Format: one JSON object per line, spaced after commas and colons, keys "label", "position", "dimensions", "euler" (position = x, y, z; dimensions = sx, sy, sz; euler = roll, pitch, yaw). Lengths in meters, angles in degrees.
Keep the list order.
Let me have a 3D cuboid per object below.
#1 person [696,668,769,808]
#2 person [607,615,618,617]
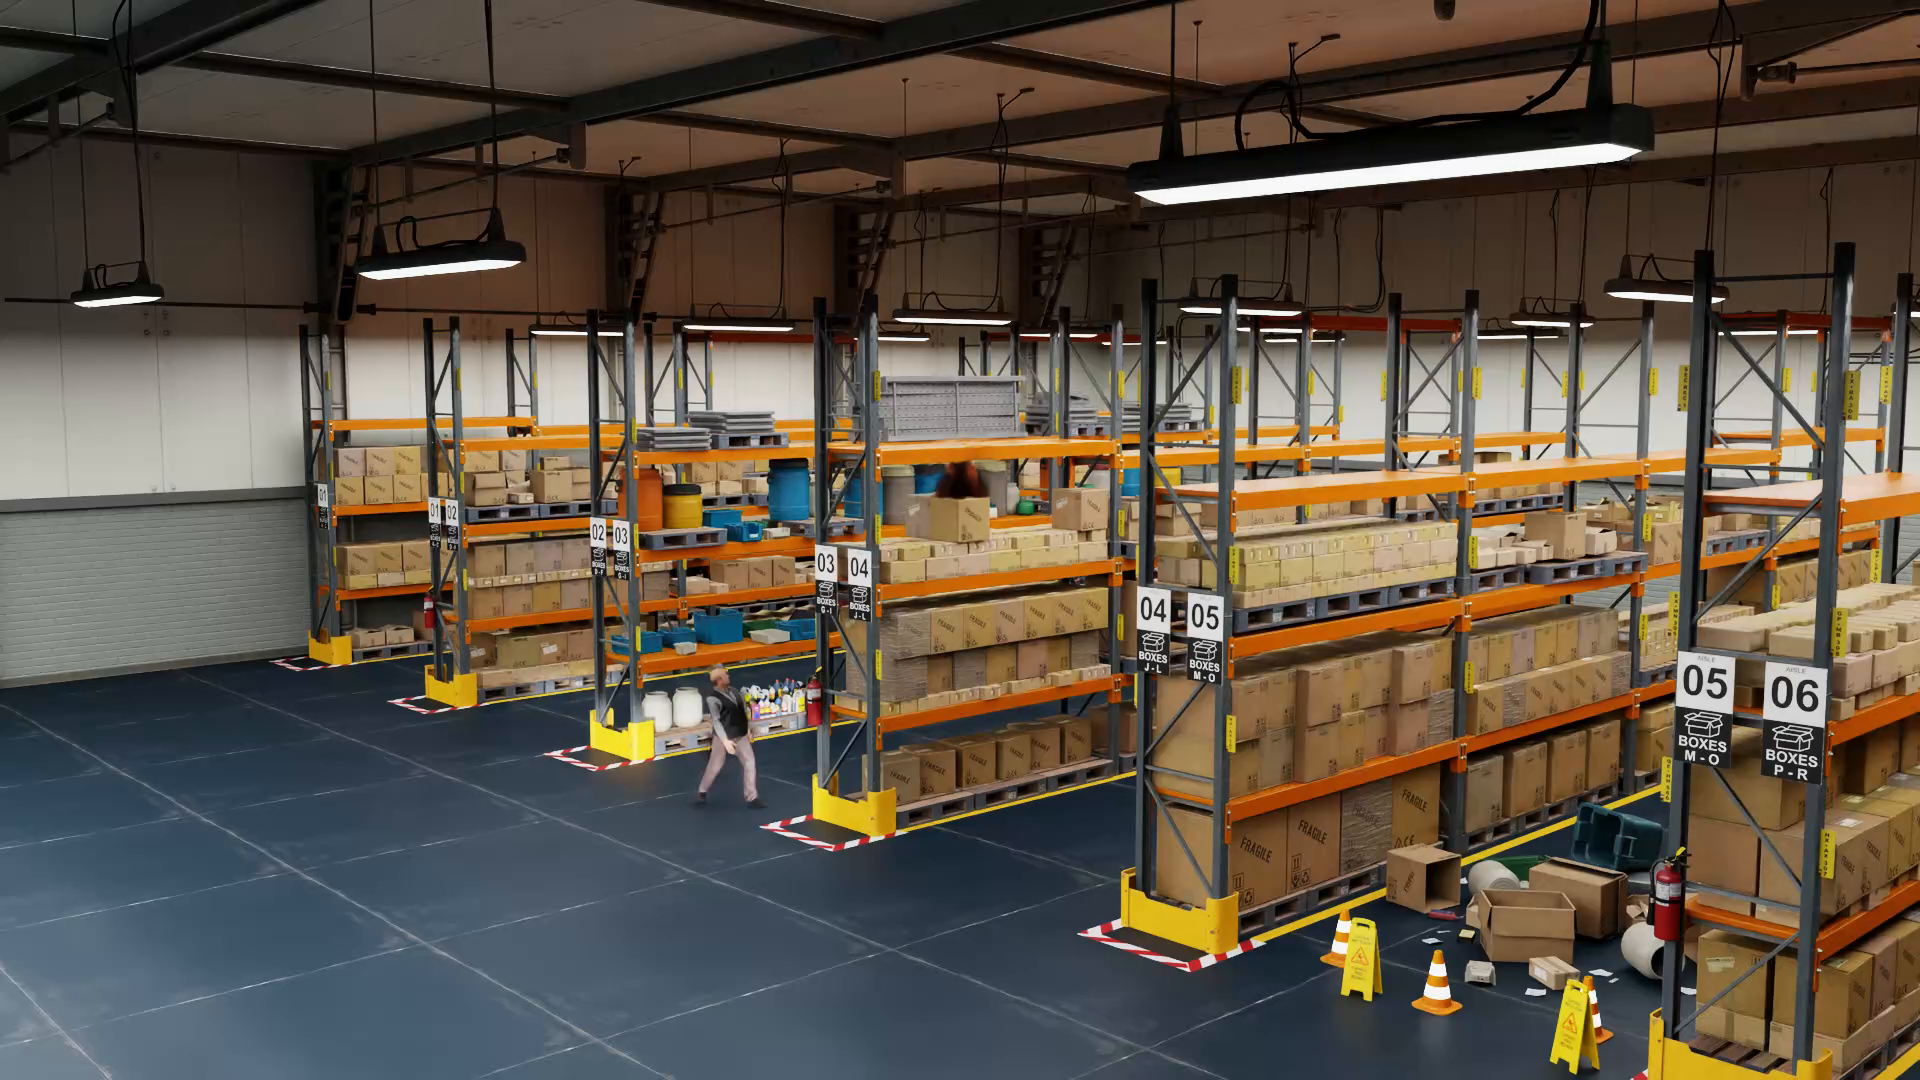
{"label": "person", "position": [-2.719, 2.346, 19.795], "dimensions": [0.662, 1.672, 0.899], "euler": [-6, 8, -44]}
{"label": "person", "position": [-6.450, 1.270, 30.508], "dimensions": [0.580, 1.615, 0.867], "euler": [4, 7, 37]}
